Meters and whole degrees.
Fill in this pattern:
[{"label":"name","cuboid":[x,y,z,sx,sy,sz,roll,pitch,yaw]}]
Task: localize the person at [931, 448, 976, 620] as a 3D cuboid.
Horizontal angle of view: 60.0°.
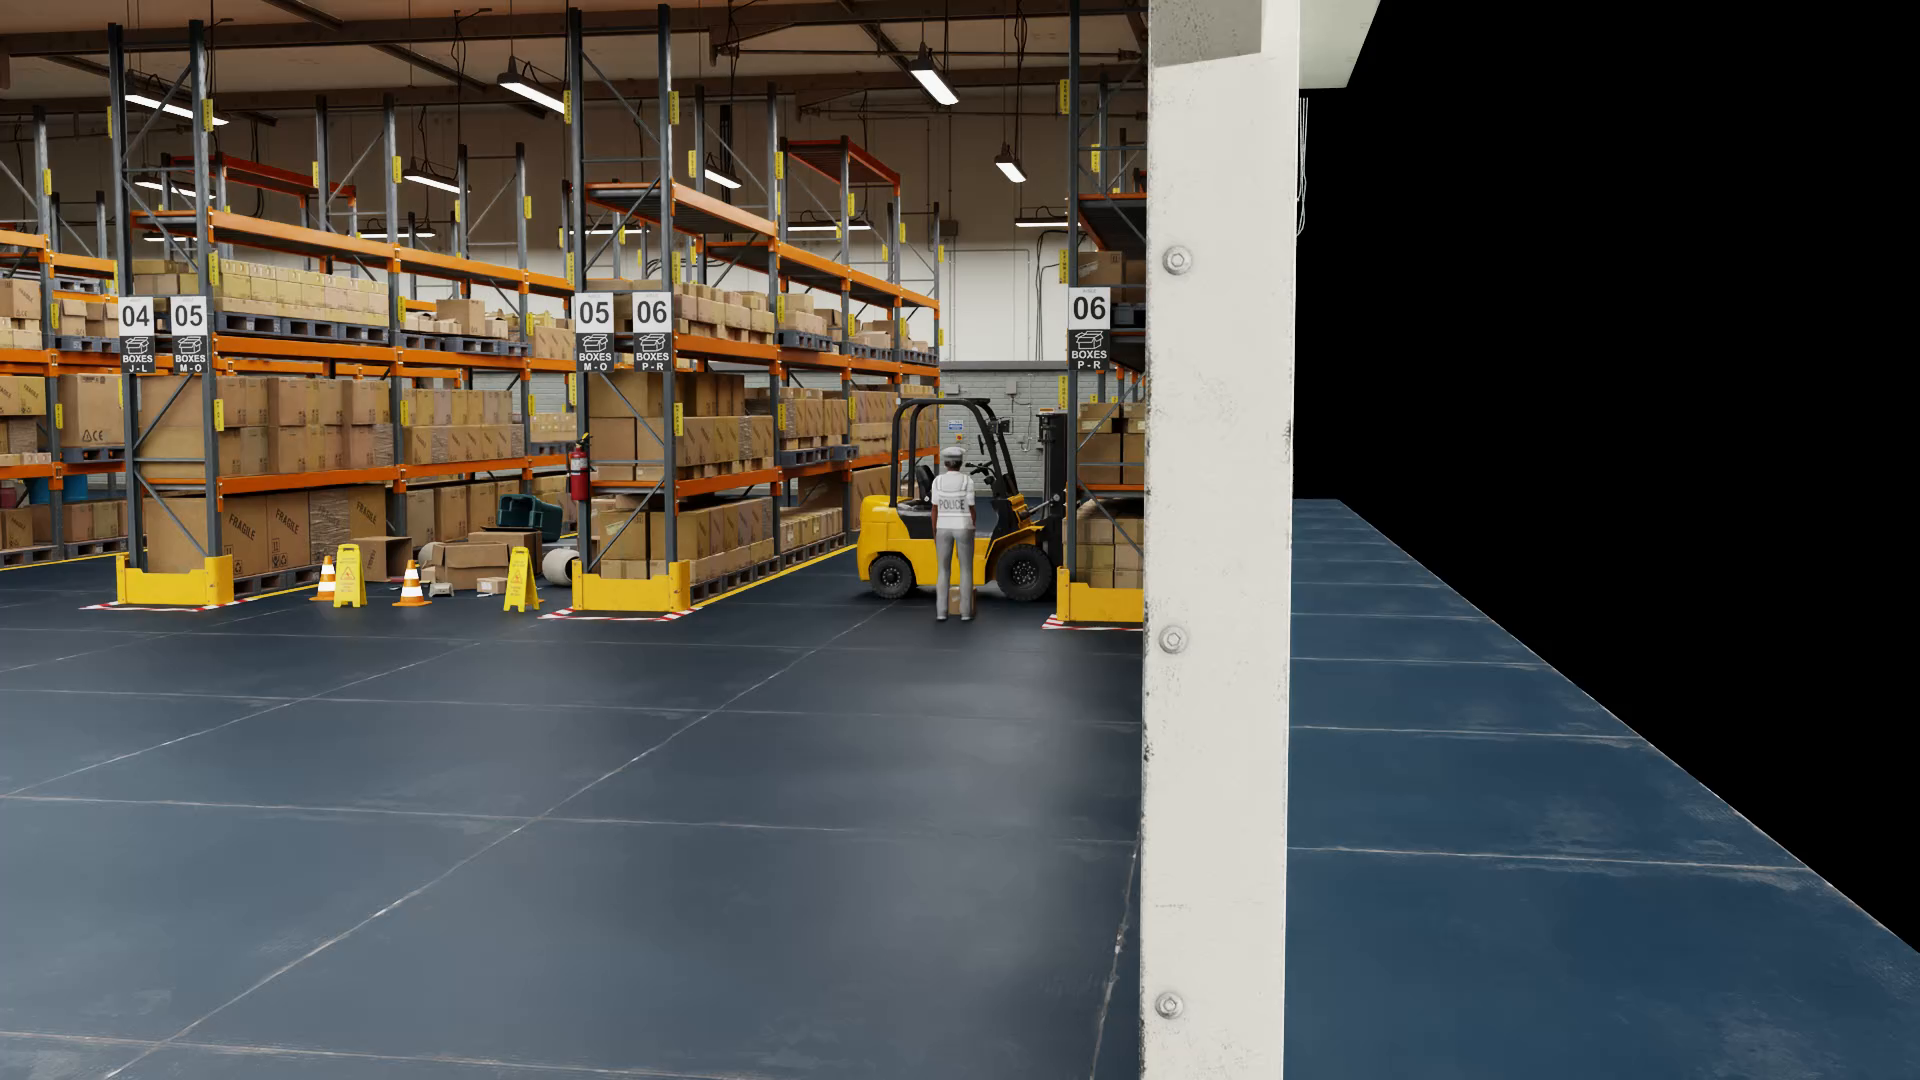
[{"label":"person","cuboid":[-0.060,-0.050,16.095,0.437,1.681,0.341,1,5,10]}]
